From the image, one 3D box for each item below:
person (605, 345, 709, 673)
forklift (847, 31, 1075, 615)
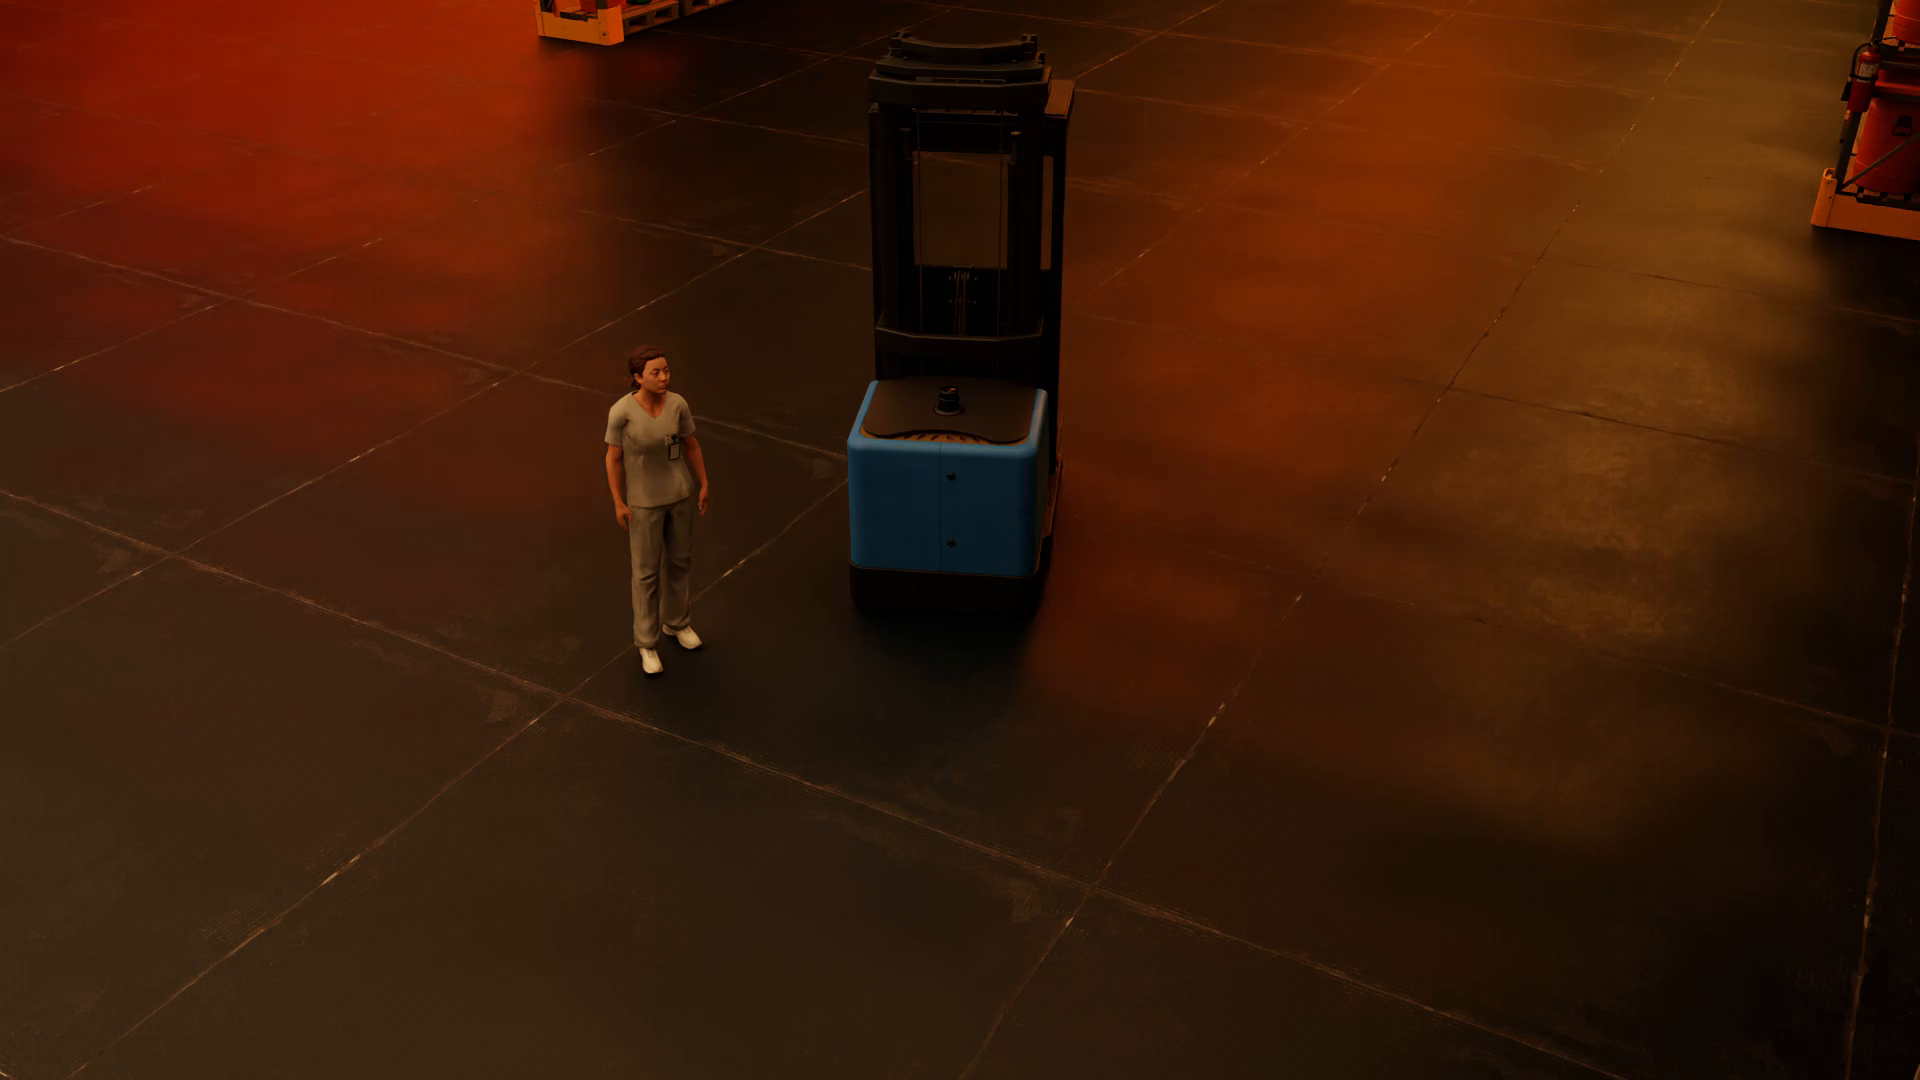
[{"bbox_3d":[-1.537,-0.182,8.626,0.551,1.673,0.548,-18,35,-28],"label":"person"},{"bbox_3d":[0.072,-1.572,9.794,1.130,2.935,3.031,3,30,6],"label":"forklift"}]
